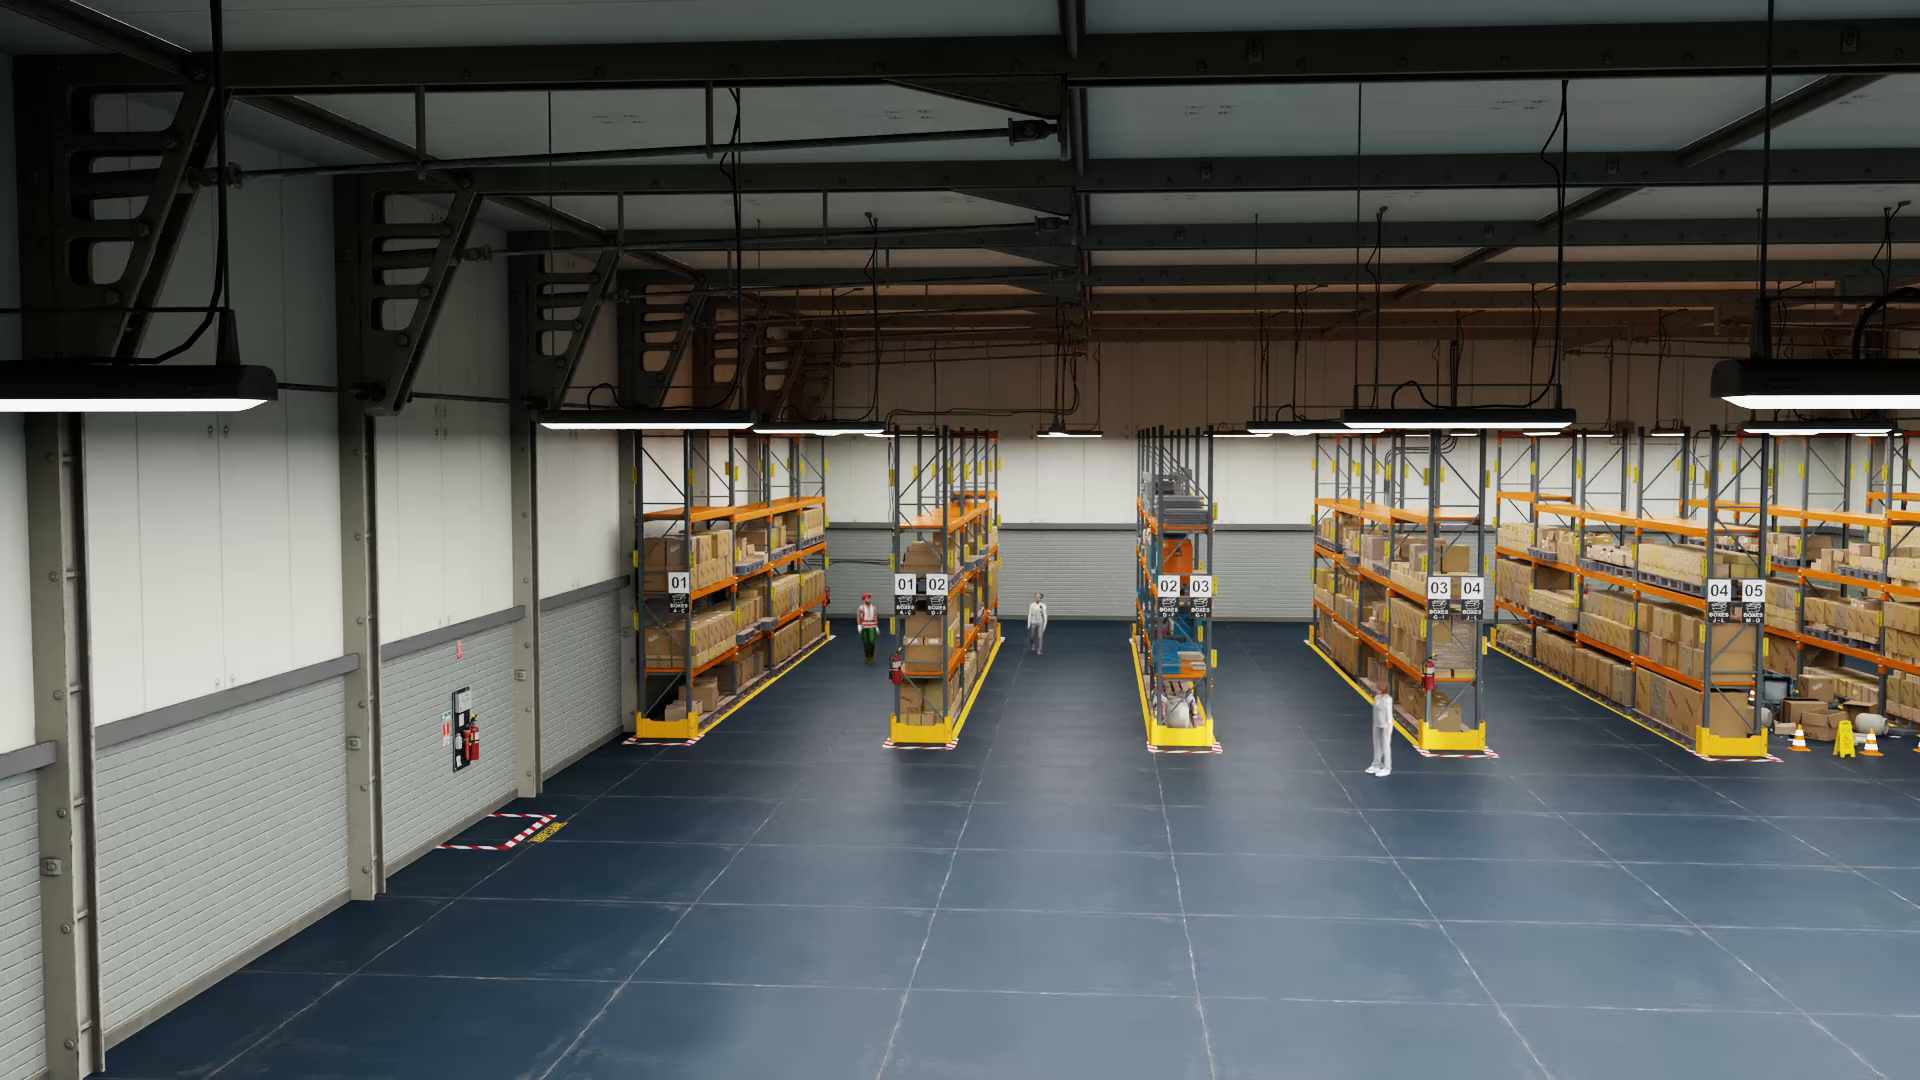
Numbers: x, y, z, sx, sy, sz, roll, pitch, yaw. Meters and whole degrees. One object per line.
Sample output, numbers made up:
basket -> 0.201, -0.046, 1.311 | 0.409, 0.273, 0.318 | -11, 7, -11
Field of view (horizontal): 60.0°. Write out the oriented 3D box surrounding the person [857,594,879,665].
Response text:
person -> -2.369, 2.280, 42.372 | 0.534, 1.793, 0.595 | 1, 4, 13

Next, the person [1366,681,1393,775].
person -> 7.187, 3.200, 28.425 | 0.375, 1.599, 0.470 | -2, 4, -29

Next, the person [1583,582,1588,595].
person -> 17.726, 2.029, 47.141 | 0.845, 1.679, 0.564 | 0, 3, 3

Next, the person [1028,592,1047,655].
person -> 2.074, 2.215, 44.394 | 0.514, 1.656, 0.707 | 0, 3, 3
